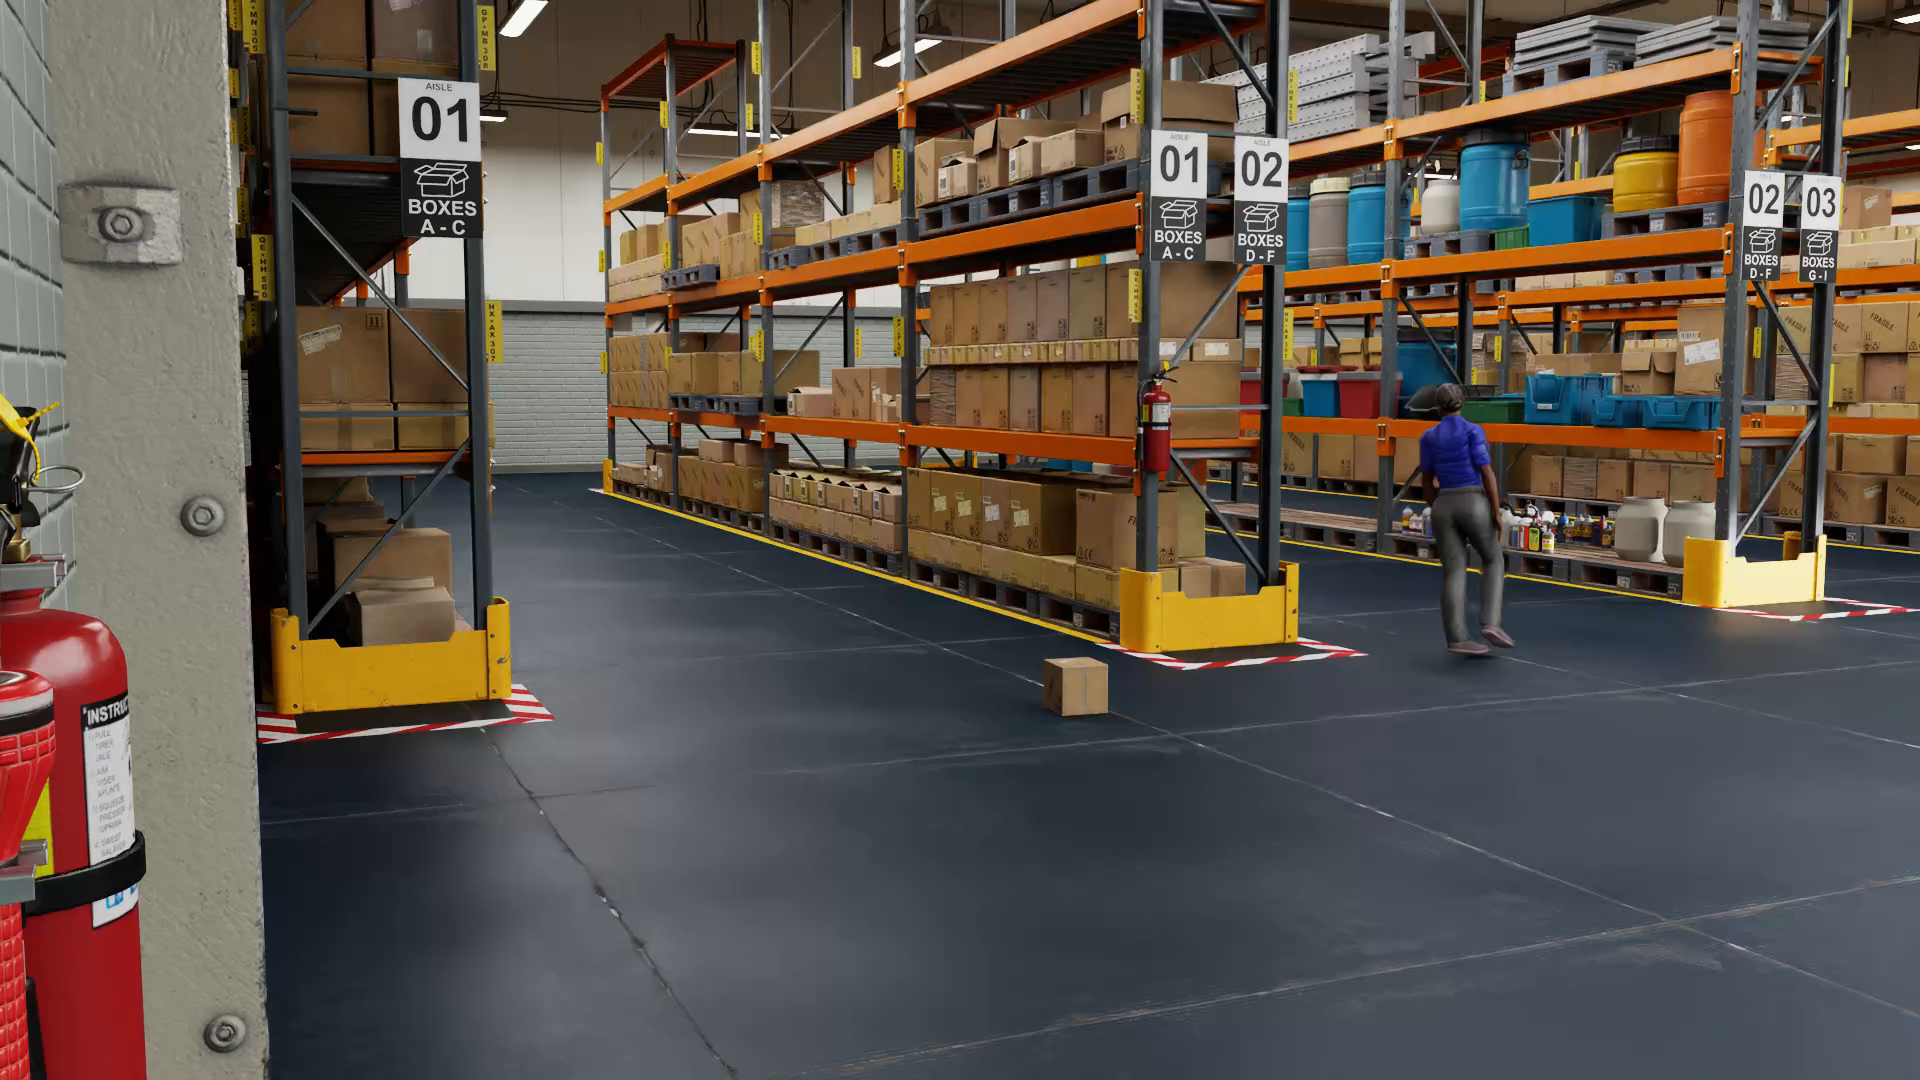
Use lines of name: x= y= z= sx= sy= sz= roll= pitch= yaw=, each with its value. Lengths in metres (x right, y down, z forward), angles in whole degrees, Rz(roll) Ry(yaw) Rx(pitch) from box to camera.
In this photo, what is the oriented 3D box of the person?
person: x=3.090 y=-0.134 z=10.194 sx=0.557 sy=1.651 sz=0.472 roll=5 pitch=7 yaw=40
